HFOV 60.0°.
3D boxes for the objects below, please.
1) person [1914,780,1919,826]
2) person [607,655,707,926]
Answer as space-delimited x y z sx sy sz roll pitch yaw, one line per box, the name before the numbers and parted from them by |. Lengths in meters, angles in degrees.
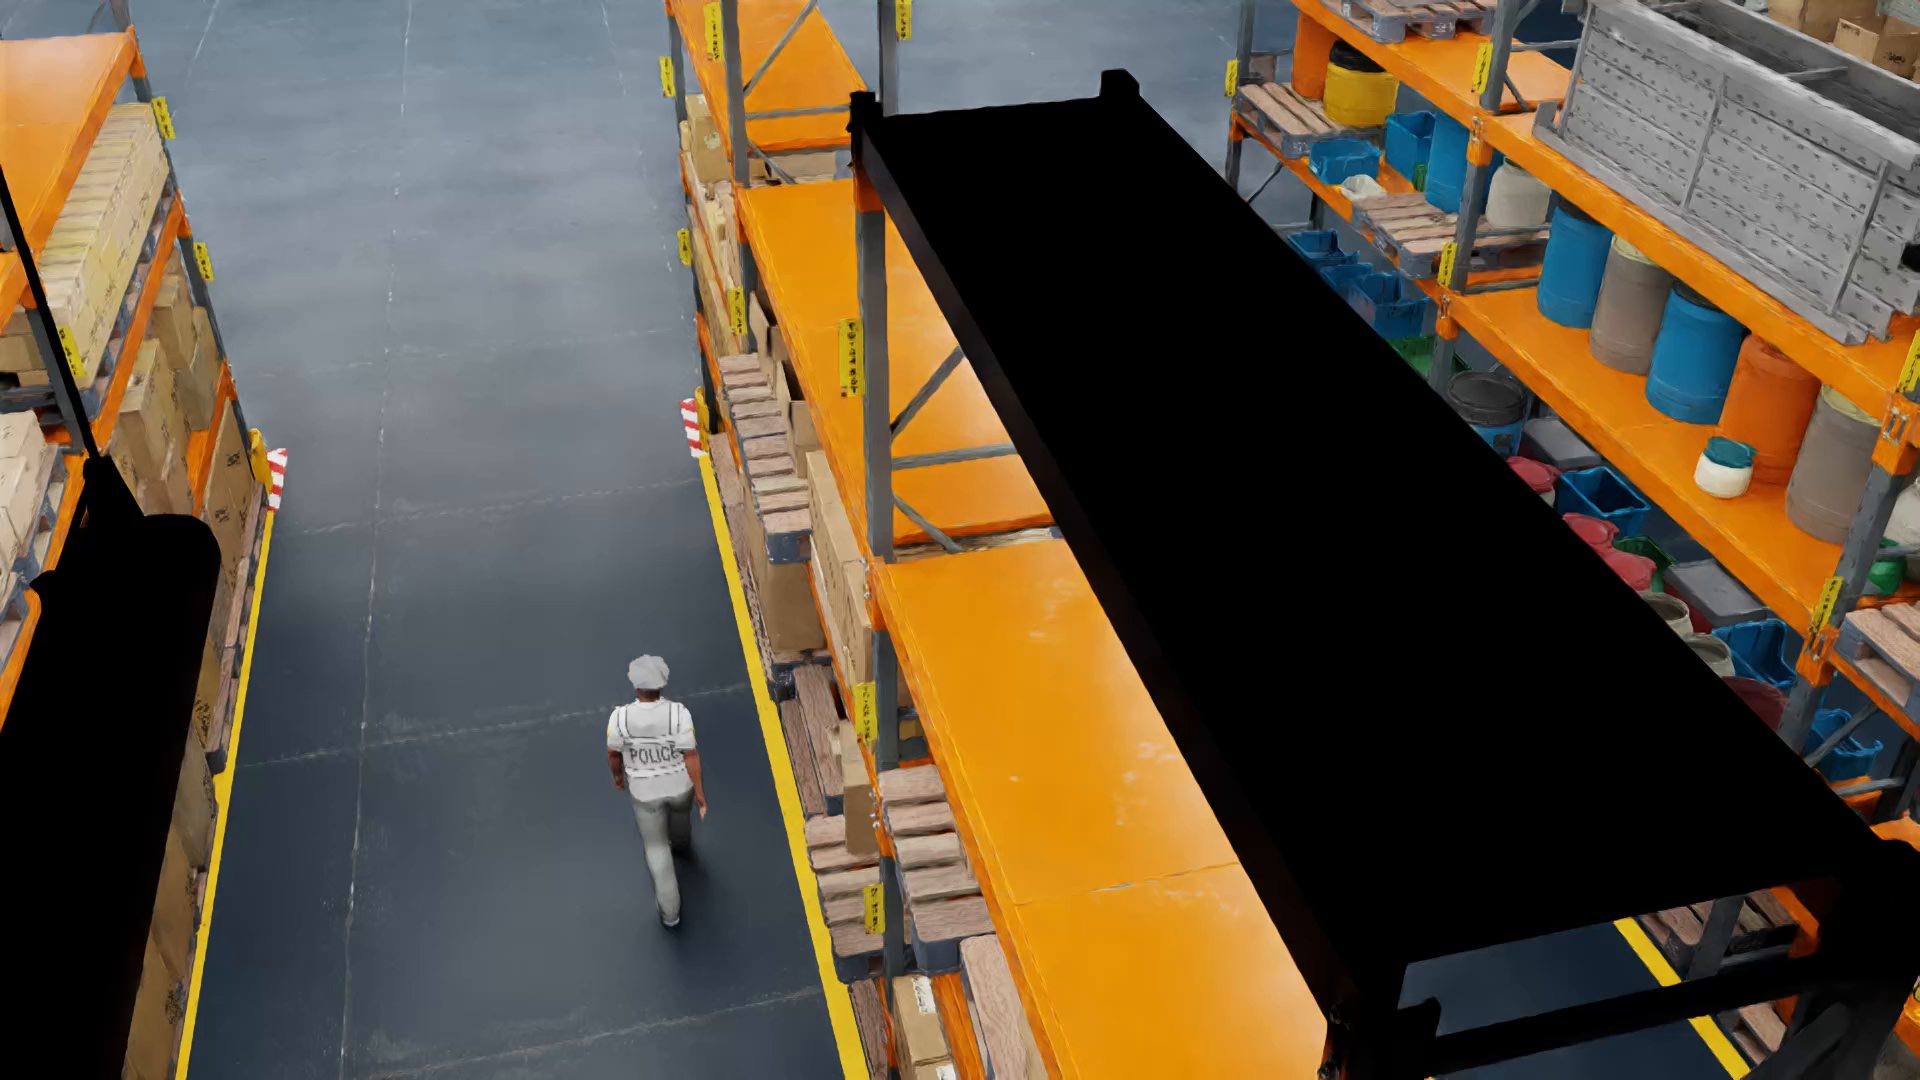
person | 6.512 1.220 10.885 0.639 1.632 0.506 -9 36 -13
person | -1.902 1.477 10.414 0.554 1.712 1.040 -9 35 -13
